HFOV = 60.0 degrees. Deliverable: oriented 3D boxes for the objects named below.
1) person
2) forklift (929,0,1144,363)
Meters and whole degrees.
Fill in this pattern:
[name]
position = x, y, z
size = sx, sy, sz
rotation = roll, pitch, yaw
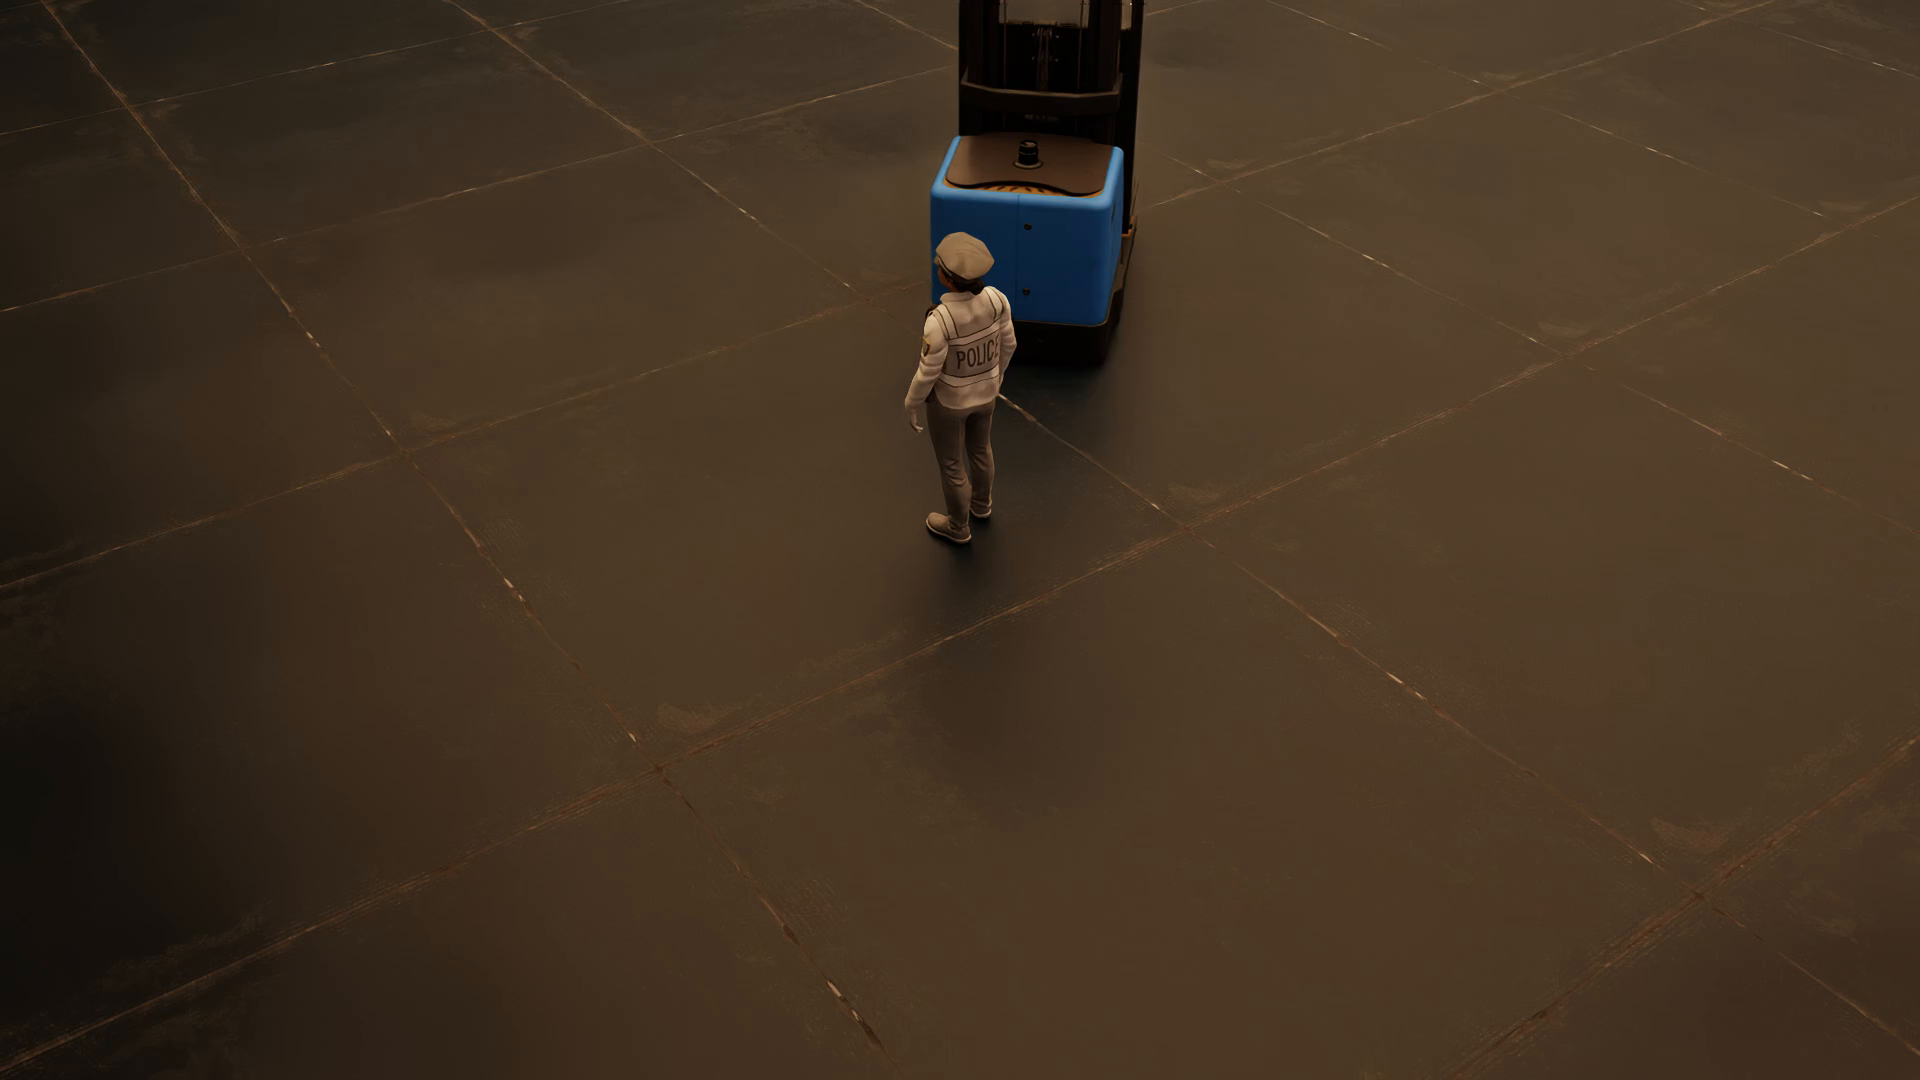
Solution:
[person]
position = -0.035, -0.723, 7.951
size = 0.587, 1.694, 0.529
rotation = -23, 42, -28
[forklift]
position = 0.577, -3.082, 10.113
size = 1.130, 2.935, 3.031
rotation = 6, 37, 8
